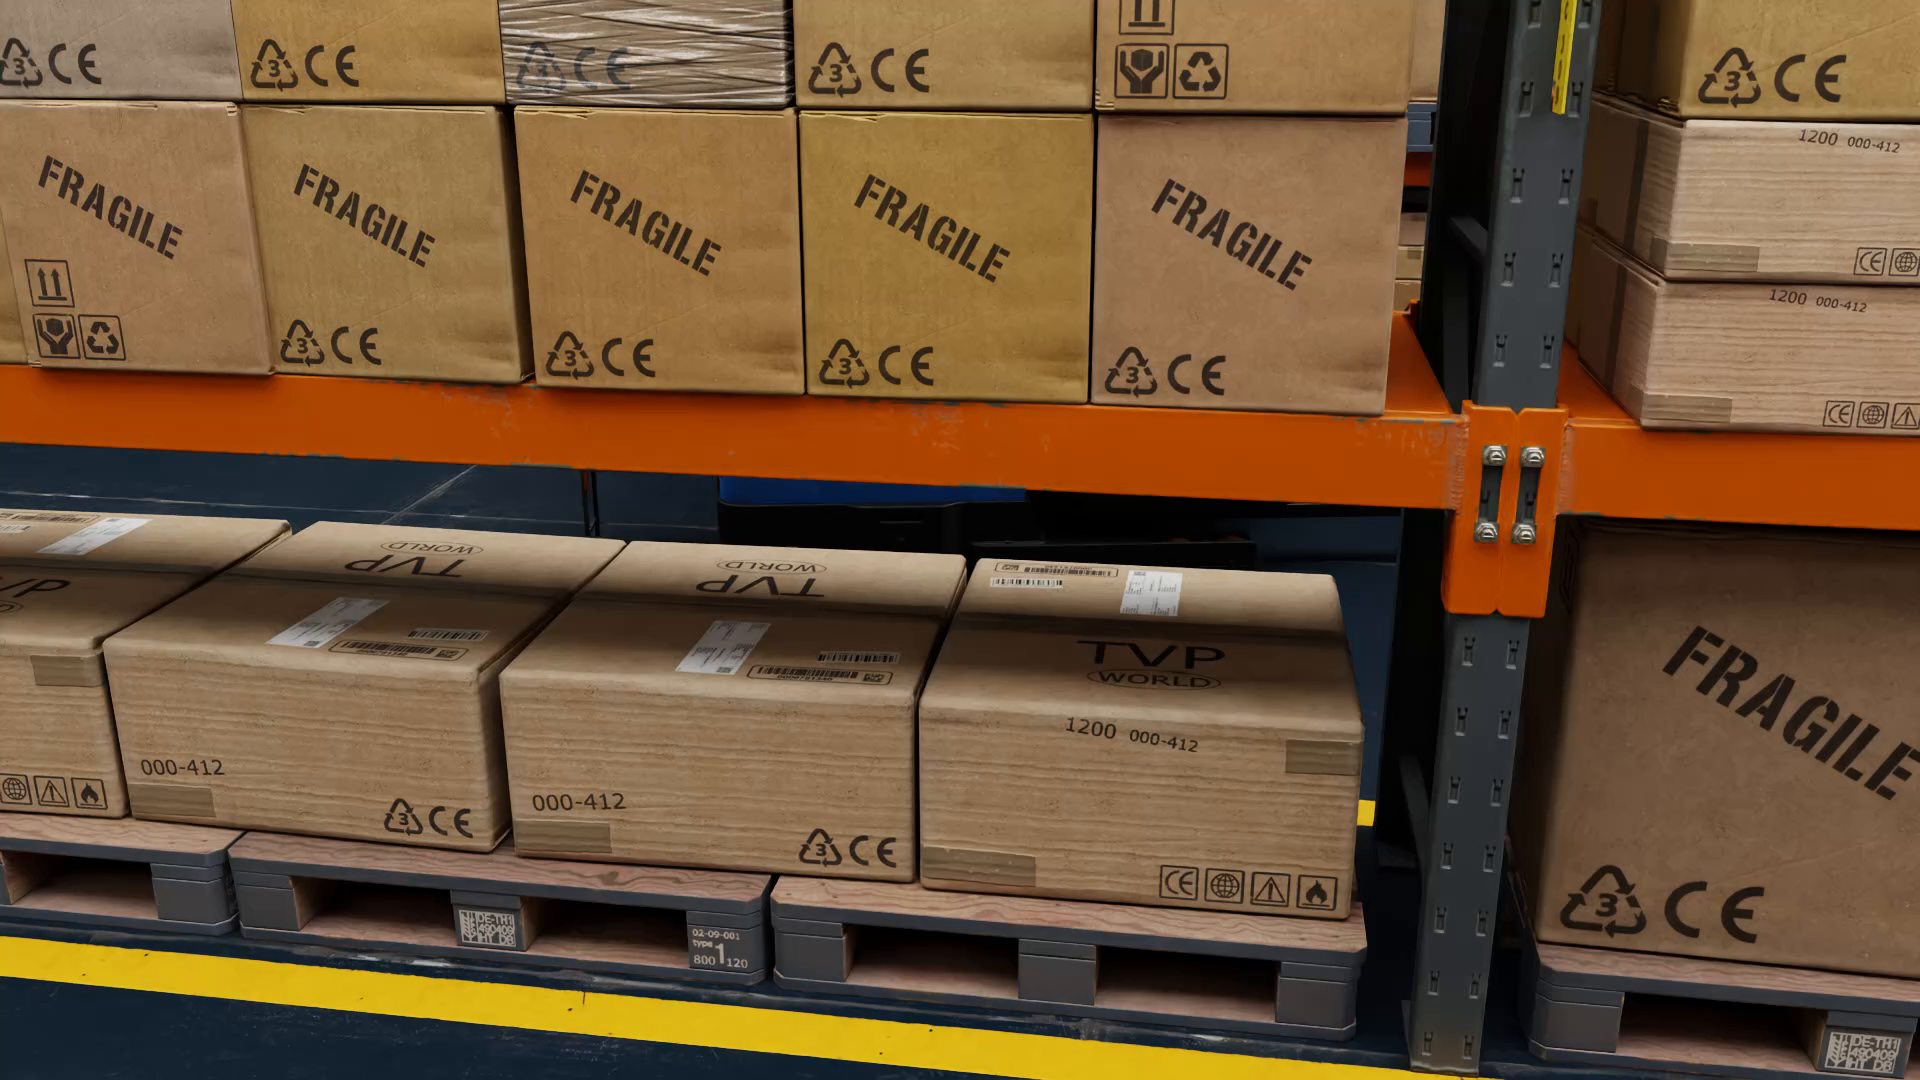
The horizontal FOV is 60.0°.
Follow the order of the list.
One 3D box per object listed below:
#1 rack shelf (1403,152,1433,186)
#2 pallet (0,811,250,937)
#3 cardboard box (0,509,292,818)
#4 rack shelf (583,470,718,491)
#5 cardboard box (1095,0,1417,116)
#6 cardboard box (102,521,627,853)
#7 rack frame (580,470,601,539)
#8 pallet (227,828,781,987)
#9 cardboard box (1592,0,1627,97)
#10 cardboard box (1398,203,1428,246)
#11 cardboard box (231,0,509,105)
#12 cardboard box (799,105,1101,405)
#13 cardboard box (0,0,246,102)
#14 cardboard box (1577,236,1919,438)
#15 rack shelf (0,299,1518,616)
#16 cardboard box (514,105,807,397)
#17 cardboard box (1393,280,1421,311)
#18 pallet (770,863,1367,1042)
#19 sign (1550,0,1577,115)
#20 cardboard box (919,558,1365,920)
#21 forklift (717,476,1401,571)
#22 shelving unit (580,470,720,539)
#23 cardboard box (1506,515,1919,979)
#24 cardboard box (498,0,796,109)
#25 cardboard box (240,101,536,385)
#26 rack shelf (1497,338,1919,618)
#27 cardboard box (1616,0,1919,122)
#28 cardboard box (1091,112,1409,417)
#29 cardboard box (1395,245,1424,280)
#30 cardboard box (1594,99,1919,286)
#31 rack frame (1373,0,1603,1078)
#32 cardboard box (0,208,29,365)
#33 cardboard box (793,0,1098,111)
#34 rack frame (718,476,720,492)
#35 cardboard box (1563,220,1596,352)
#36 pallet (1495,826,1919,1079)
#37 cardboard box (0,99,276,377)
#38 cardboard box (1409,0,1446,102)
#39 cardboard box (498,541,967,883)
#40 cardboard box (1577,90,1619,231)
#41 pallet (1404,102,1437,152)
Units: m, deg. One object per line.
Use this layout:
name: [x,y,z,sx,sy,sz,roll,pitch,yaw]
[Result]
rack shelf: [3.773,-1.658,7.666,4.000,0.370,1.077,3,19,9]
pallet: [-2.133,0.592,4.202,1.213,0.211,1.003,3,19,9]
cardboard box: [-2.267,0.272,4.140,0.875,0.438,0.875,2,19,7]
rack shelf: [-1.124,-0.290,6.117,0.480,0.148,0.258,-1,19,-3]
cardboard box: [0.505,-1.004,2.842,0.500,0.500,0.500,3,19,8]
cardboard box: [-1.362,0.315,4.011,0.875,0.438,0.875,3,19,10]
rack frame: [-1.367,-0.538,6.020,0.015,1.200,0.240,-1,19,-3]
pallet: [-0.932,0.654,4.016,1.213,0.211,1.003,3,19,9]
cardboard box: [1.496,-1.123,3.198,0.500,0.500,0.500,4,19,10]
cardboard box: [2.120,-1.480,7.786,0.250,0.149,0.380,3,19,8]
cardboard box: [-0.992,-1.082,3.077,0.500,0.500,0.500,3,19,9]
cardboard box: [0.007,-0.560,3.091,0.500,0.500,0.500,2,19,7]
cardboard box: [-1.485,-1.107,3.151,0.500,0.500,0.500,3,19,8]
cardboard box: [1.407,-0.369,2.915,0.500,0.250,0.500,2,19,7]
rack shelf: [-0.960,-0.304,3.619,4.000,0.370,1.077,3,19,9]
cardboard box: [-0.491,-0.581,3.153,0.500,0.500,0.500,3,19,8]
cardboard box: [2.240,-1.019,7.899,0.500,0.500,0.500,4,19,11]
pallet: [0.276,0.715,3.835,1.213,0.211,1.003,3,19,9]
sign: [0.928,-0.819,2.535,0.005,0.325,0.100,3,19,9]
cardboard box: [0.412,0.406,3.739,0.875,0.438,0.875,3,19,8]
forklift: [0.646,-1.402,5.873,3.031,2.935,1.130,-1,19,-3]
shelving unit: [-1.124,-0.542,6.033,0.503,1.200,0.258,-1,19,-3]
cardboard box: [1.640,0.270,3.457,0.875,0.875,0.875,4,19,10]
cardboard box: [-0.499,-1.055,2.994,0.500,0.500,0.500,3,19,9]
cardboard box: [-1.006,-0.612,3.246,0.500,0.500,0.500,4,19,10]
rack shelf: [2.989,-0.103,3.018,4.000,0.370,1.077,3,19,9]
cardboard box: [1.404,-0.954,2.695,0.500,0.500,0.500,3,19,9]
cardboard box: [0.516,-0.536,3.019,0.500,0.500,0.500,3,19,9]
cardboard box: [2.110,-1.320,7.777,0.250,0.149,0.380,4,19,11]
cardboard box: [1.404,-0.600,2.819,0.500,0.250,0.500,2,19,7]
rack frame: [1.015,-0.545,3.204,0.127,3.000,1.000,3,19,9]
cardboard box: [-2.002,-0.663,3.399,0.500,0.500,0.500,3,19,8]
cardboard box: [0.005,-1.032,2.926,0.500,0.500,0.500,3,19,8]
rack frame: [-0.880,-0.547,6.046,0.015,1.200,0.240,-1,19,-3]
cardboard box: [1.498,-0.530,3.397,0.500,0.250,0.500,2,19,7]
pallet: [1.789,0.793,3.601,1.213,0.211,1.003,3,19,9]
cardboard box: [-1.503,-0.632,3.306,0.500,0.500,0.500,3,19,8]
cardboard box: [2.241,-2.252,7.488,0.500,0.500,0.700,3,19,10]
cardboard box: [-0.472,0.361,3.873,0.875,0.438,0.875,2,19,7]
cardboard box: [1.489,-0.765,3.310,0.500,0.250,0.500,3,19,9]
pallet: [2.570,-1.935,7.661,1.213,0.211,1.003,3,19,9]
